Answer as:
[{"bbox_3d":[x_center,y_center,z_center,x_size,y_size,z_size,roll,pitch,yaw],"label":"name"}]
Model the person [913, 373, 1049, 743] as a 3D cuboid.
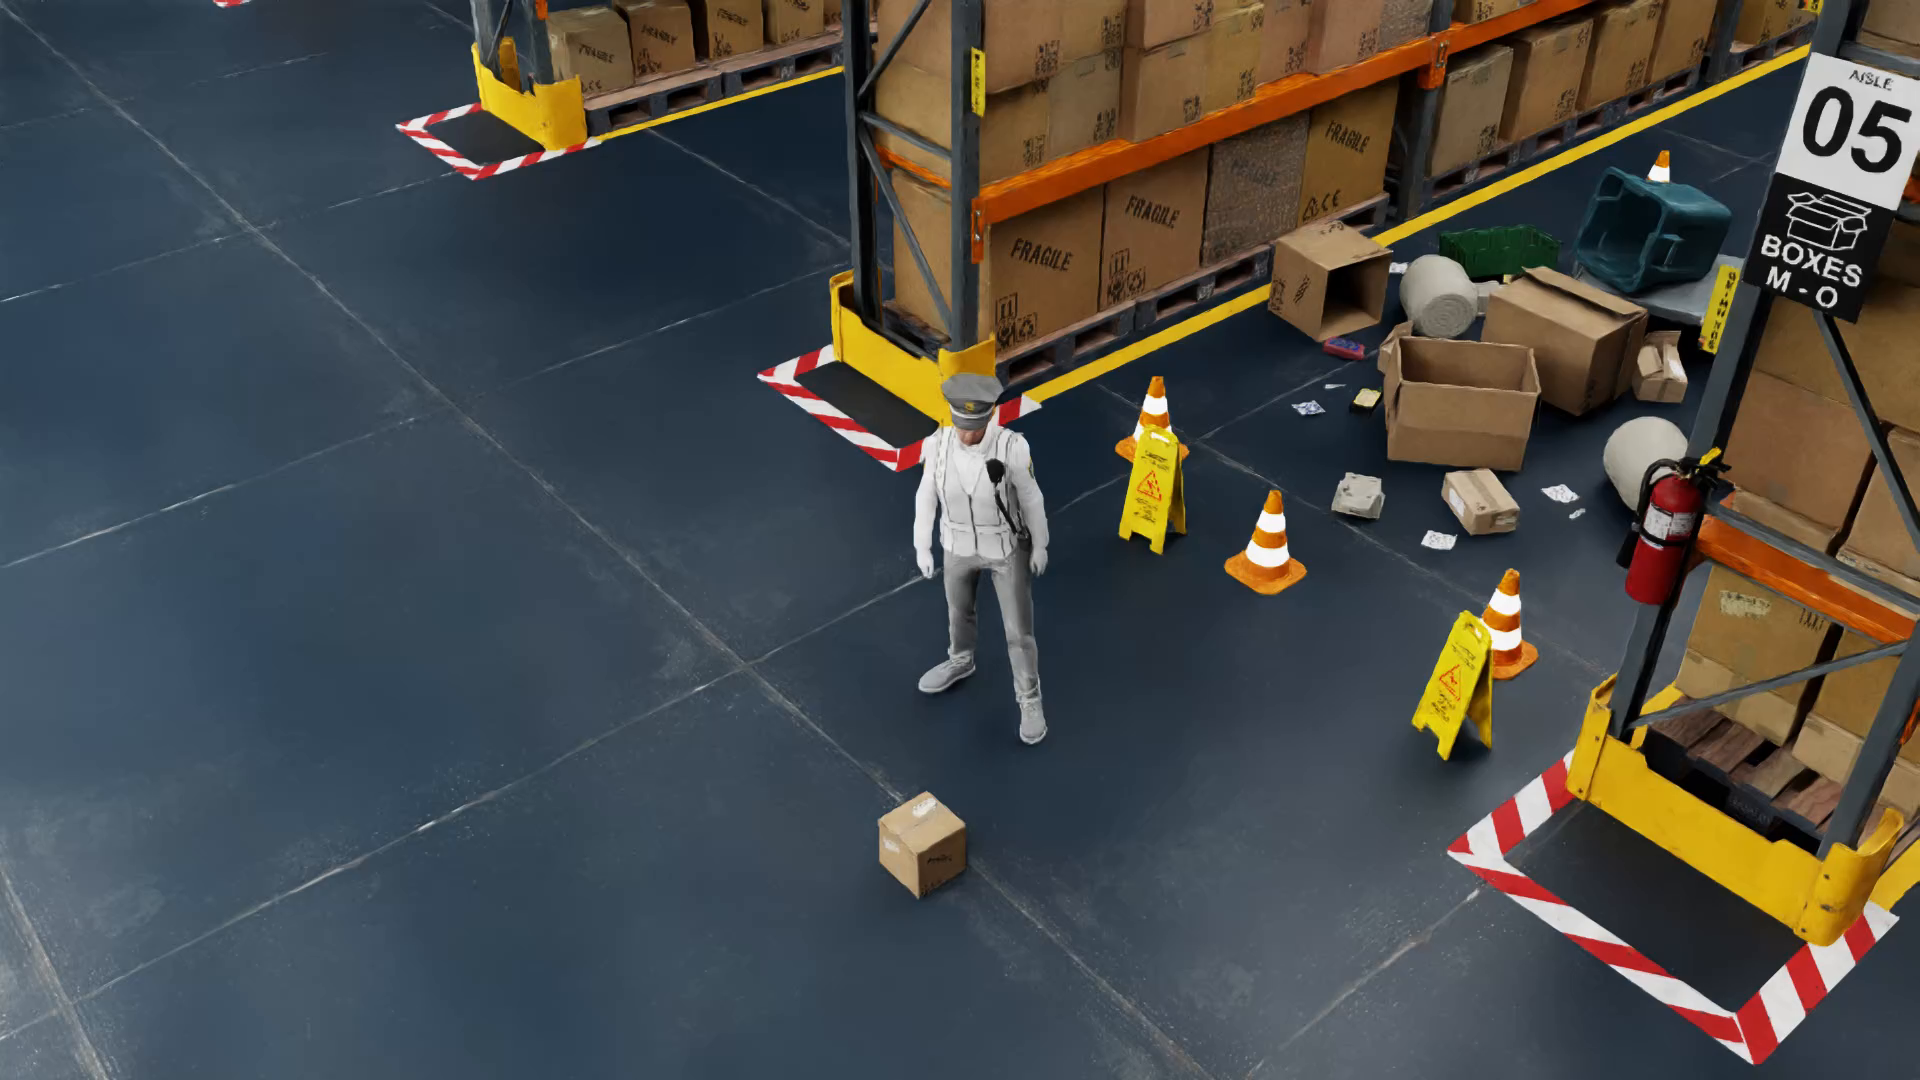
[{"bbox_3d":[0.108,0.058,6.958,0.631,1.667,0.462,9,37,12],"label":"person"}]
